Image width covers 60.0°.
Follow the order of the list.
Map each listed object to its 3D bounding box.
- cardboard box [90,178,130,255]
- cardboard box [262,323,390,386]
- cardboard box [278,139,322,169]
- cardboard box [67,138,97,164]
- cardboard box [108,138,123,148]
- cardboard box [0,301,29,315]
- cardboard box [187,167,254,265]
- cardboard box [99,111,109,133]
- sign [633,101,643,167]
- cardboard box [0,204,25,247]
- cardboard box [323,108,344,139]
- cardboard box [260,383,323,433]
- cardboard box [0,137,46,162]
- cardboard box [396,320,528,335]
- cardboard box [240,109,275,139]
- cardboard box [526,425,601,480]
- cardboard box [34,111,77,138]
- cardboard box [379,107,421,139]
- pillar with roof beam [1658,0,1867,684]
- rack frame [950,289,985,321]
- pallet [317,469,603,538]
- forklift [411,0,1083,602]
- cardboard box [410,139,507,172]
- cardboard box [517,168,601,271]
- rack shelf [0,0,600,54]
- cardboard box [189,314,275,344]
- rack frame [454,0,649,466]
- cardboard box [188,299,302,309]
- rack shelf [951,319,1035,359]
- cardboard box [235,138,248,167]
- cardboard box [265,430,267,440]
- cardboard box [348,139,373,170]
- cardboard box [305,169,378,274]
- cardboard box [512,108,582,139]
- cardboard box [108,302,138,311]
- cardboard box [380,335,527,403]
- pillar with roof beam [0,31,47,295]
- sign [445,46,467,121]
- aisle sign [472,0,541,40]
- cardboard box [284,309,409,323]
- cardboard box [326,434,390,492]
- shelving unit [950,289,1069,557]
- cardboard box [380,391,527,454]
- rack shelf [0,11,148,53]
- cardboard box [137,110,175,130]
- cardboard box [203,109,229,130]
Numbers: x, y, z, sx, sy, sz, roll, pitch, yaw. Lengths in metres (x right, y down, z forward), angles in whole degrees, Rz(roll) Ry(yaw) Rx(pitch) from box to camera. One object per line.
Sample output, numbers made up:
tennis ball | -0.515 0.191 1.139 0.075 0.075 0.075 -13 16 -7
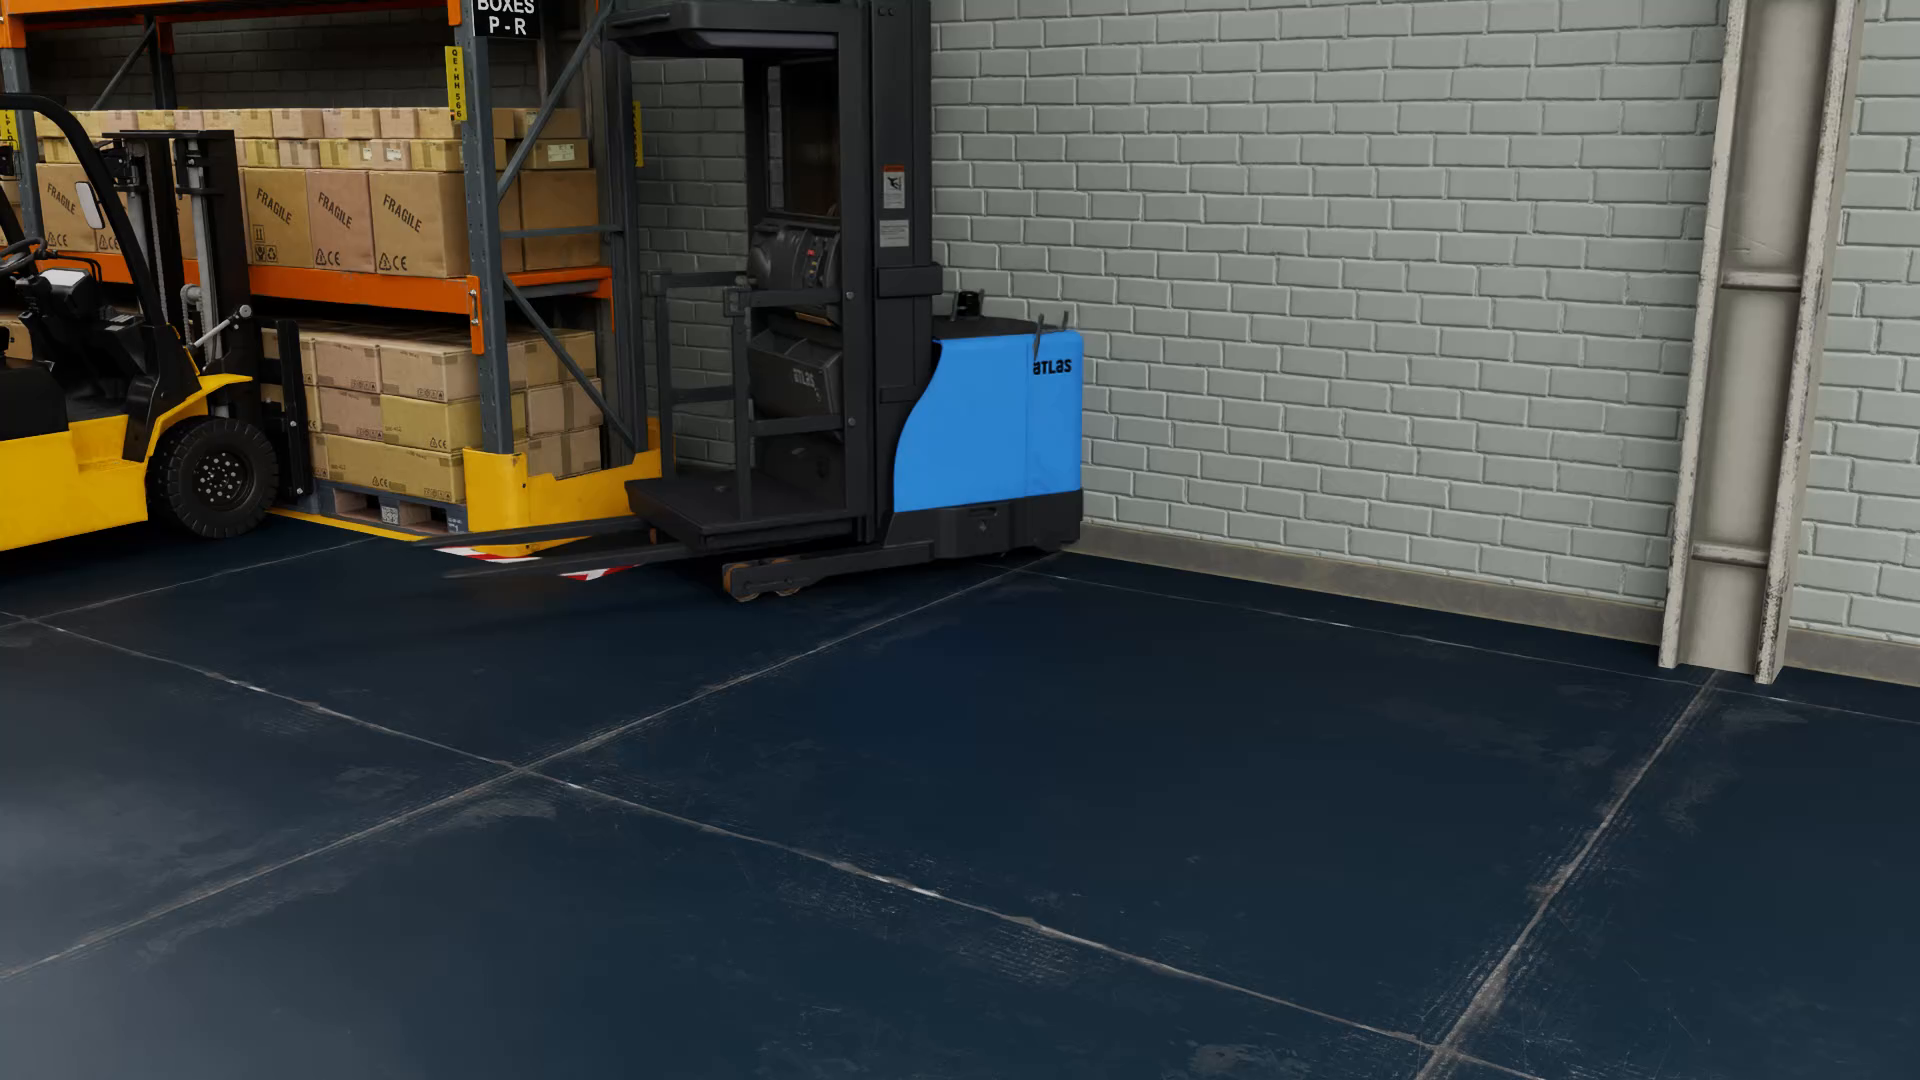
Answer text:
cardboard box | -4.635 -1.916 9.612 0.500 0.500 0.500 10 17 34
cardboard box | -3.387 -0.996 8.872 0.500 0.250 0.500 9 17 34
cardboard box | -3.281 -2.000 8.603 0.250 0.149 0.380 9 16 31
cardboard box | -4.965 -2.279 9.730 0.250 0.149 0.380 10 17 34
cardboard box | -4.570 -2.202 9.418 0.250 0.149 0.380 10 17 34
cardboard box | -6.378 -1.270 11.278 0.625 0.625 0.875 9 17 32
cardboard box | -3.809 -1.776 9.049 0.500 0.500 0.500 9 17 33
cardboard box | -4.716 -2.402 9.606 0.250 0.149 0.380 9 16 32
sign | -1.665 -2.077 8.507 0.005 0.325 0.100 9 17 33
cardboard box | -5.863 -1.988 10.424 0.500 0.250 0.500 10 17 34
cardboard box | -3.014 -2.128 8.498 0.250 0.149 0.380 9 17 33
cardboard box | -3.408 -0.758 8.951 0.500 0.250 0.500 9 16 32
cardboard box | -5.706 -2.410 10.260 0.250 0.149 0.380 10 17 35
cardboard box | -2.690 -1.032 9.017 0.500 0.250 0.500 9 17 33
cardboard box | -3.510 -2.174 8.686 0.250 0.149 0.380 10 17 34
cardboard box | -2.278 -0.483 8.880 0.500 0.250 0.500 9 17 33
cardboard box | -5.200 -2.451 9.806 0.250 0.149 0.380 10 17 34
cardboard box | -2.617 -2.050 8.184 0.250 0.149 0.380 9 17 33
pillar with roof beam | 0.521 -3.031 1.841 0.400 9.000 9.100 9 17 33
rack frame | -0.042 -0.634 8.168 0.015 1.200 0.240 20 20 31
pallet | -2.638 -0.250 8.892 1.213 0.211 1.003 9 17 33
forklift | -0.939 -1.299 7.470 3.031 2.935 1.130 -8 16 -28
cardboard box | -2.424 -1.863 8.049 0.250 0.149 0.380 9 17 34
cardboard box | -2.236 -1.679 8.656 0.500 0.500 0.500 10 17 35
rack shelf | -3.639 -2.884 8.986 4.000 0.370 1.077 9 17 33
cardboard box | -4.235 -1.137 9.443 0.500 0.250 0.500 10 17 35
rack frame | -1.980 -1.509 8.176 0.127 3.000 1.000 9 17 33
cardboard box | -4.354 -1.307 10.130 0.500 0.250 0.500 9 16 32
rack shelf | 0.213 -0.933 7.924 0.480 0.148 0.258 20 20 31
cardboard box | -3.659 -2.082 8.932 0.250 0.149 0.380 9 17 32
cardboard box | -3.807 -0.581 9.275 0.500 0.250 0.500 10 17 35
cardboard box | -2.834 -1.938 8.353 0.250 0.149 0.380 10 17 34
cardboard box | -2.960 -1.643 8.508 0.500 0.500 0.500 10 17 35
cardboard box | -2.139 -2.104 8.405 0.250 0.149 0.380 9 16 32
cardboard box | -5.073 -1.272 9.988 0.500 0.250 0.500 9 16 32
cardboard box | -2.536 -0.863 8.334 0.500 0.250 0.500 10 17 35
pillar with roof beam | -9.436 -4.640 8.342 0.400 9.000 9.100 9 17 33
sign | -2.294 -2.080 7.579 0.005 0.325 0.100 9 17 33
aisle sign | -2.089 -2.703 7.592 0.004 0.787 0.394 9 17 33
cardboard box | -3.520 -1.171 9.579 0.500 0.250 0.500 9 16 32
cardboard box | -2.953 -0.447 8.733 0.500 0.250 0.500 9 17 33
shelving unit | 0.155 -0.563 8.041 0.503 1.200 0.258 20 20 31
cardboard box | -2.558 -0.624 8.408 0.500 0.250 0.500 9 16 32
rack shelf | -6.958 -3.420 11.153 4.000 0.370 1.077 9 17 33
cardboard box | -4.329 -2.317 9.265 0.250 0.149 0.380 9 16 32
cardboard box | -3.870 -2.264 9.051 0.250 0.149 0.380 9 17 33
